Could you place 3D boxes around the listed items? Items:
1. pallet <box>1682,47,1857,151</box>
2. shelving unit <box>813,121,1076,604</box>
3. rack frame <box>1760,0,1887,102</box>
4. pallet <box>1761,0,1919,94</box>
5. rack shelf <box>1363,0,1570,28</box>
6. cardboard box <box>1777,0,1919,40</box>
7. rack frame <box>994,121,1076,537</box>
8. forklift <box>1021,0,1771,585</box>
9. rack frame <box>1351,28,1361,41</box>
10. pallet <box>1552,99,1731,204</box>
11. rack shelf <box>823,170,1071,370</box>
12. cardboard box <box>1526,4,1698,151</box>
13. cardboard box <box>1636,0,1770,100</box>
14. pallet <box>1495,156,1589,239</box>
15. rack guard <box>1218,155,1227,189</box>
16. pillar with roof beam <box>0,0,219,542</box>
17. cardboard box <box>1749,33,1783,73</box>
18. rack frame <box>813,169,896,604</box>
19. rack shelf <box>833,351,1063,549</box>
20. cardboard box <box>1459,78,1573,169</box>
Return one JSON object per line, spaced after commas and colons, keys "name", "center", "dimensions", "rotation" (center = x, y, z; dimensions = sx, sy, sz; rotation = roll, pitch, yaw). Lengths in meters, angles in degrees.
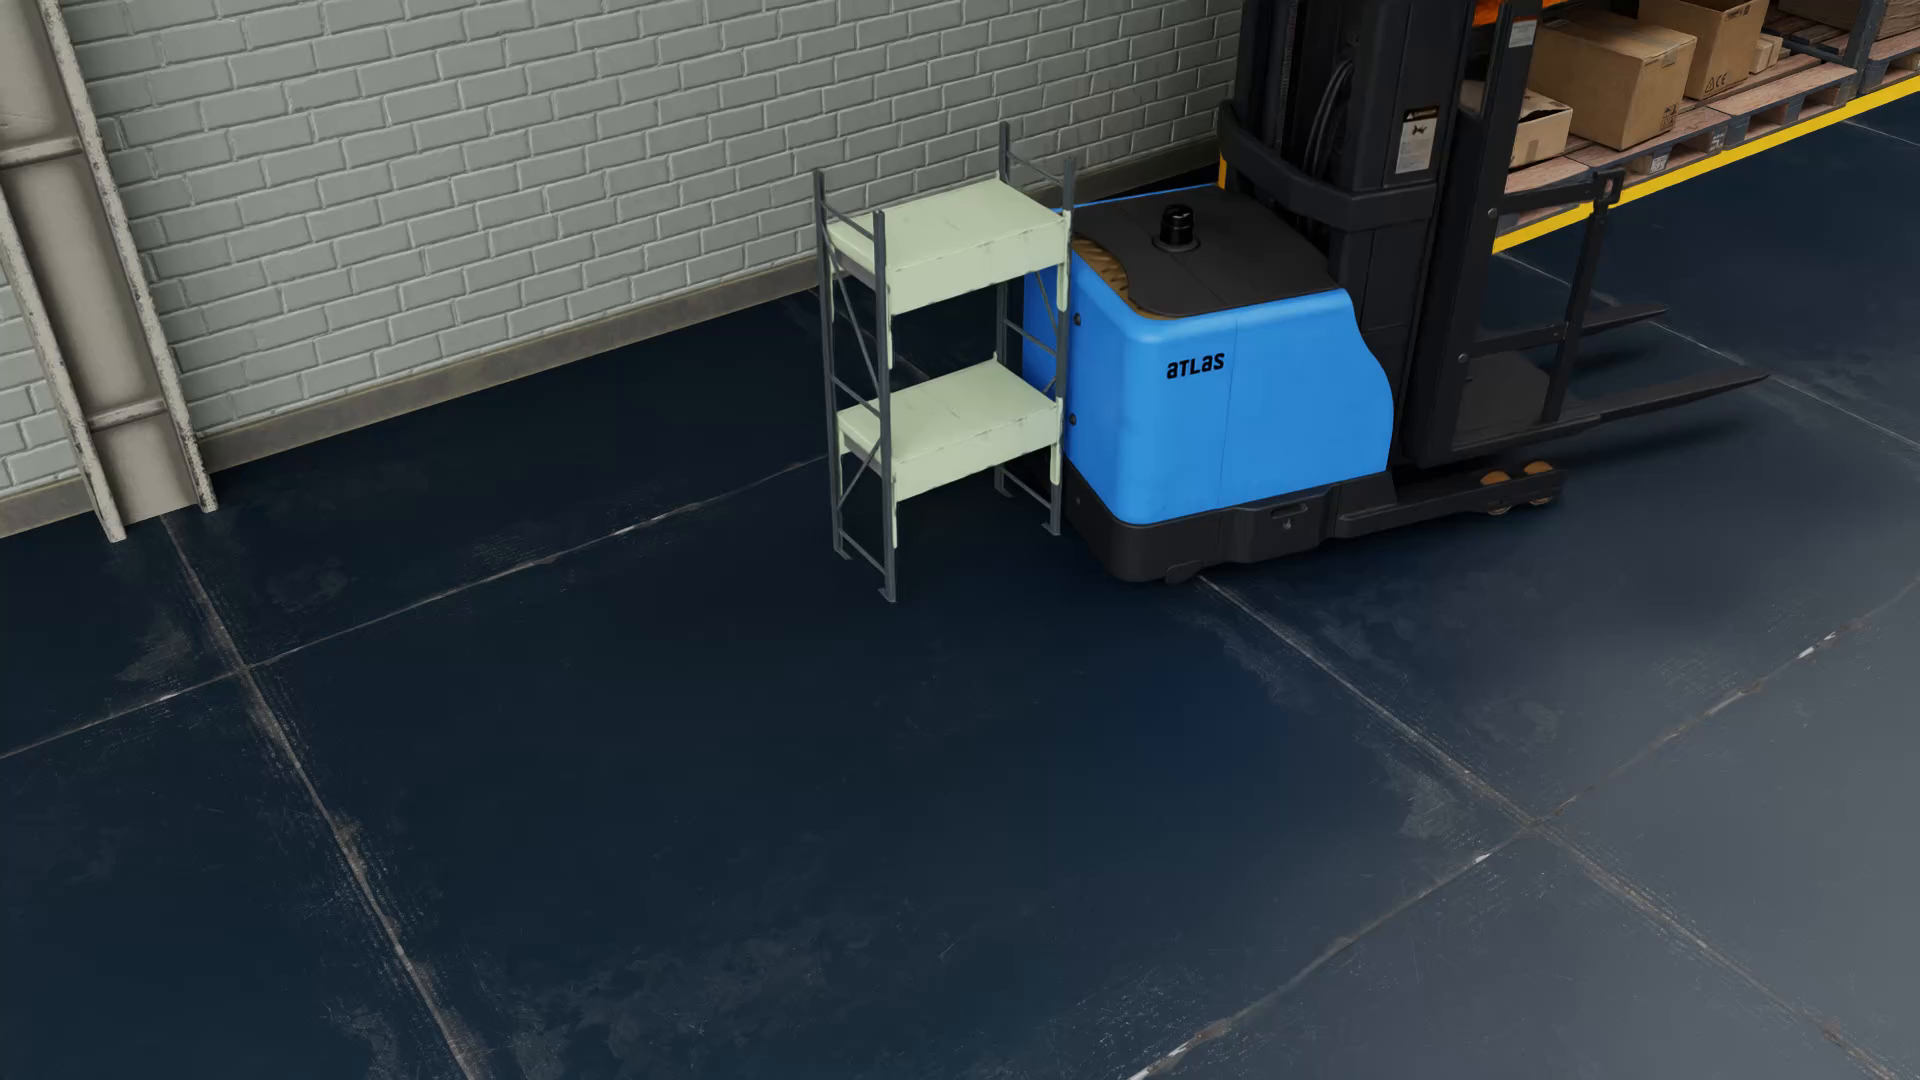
{"name": "pallet", "center": [4.463, -2.687, 9.805], "dimensions": [1.213, 0.211, 1.003], "rotation": [-22, 41, -28]}
{"name": "shelving unit", "center": [-0.047, -0.601, 5.801], "dimensions": [0.755, 1.500, 0.431], "rotation": [-22, 41, -27]}
{"name": "rack frame", "center": [4.991, -4.062, 9.328], "dimensions": [0.127, 3.000, 1.000], "rotation": [-22, 41, -28]}
{"name": "pallet", "center": [5.627, -3.192, 10.507], "dimensions": [1.213, 0.211, 1.003], "rotation": [-22, 41, -28]}
{"name": "rack shelf", "center": [3.356, -3.097, 8.603], "dimensions": [4.000, 0.370, 1.077], "rotation": [-22, 41, -28]}
{"name": "cardboard box", "center": [5.583, -3.481, 10.285], "dimensions": [0.500, 0.500, 0.700], "rotation": [-21, 41, -26]}
{"name": "rack frame", "center": [0.256, -0.721, 5.968], "dimensions": [0.023, 1.500, 0.400], "rotation": [-22, 41, -27]}
{"name": "forklift", "center": [1.796, -1.562, 5.912], "dimensions": [3.031, 2.935, 1.130], "rotation": [-12, 38, -17]}
{"name": "rack frame", "center": [1.722, -2.716, 7.458], "dimensions": [0.127, 3.000, 1.000], "rotation": [-22, 41, -28]}
{"name": "pallet", "center": [3.465, -2.274, 9.231], "dimensions": [1.213, 0.211, 1.003], "rotation": [-22, 41, -28]}
{"name": "rack shelf", "center": [-0.047, -0.918, 5.573], "dimensions": [0.720, 0.370, 0.431], "rotation": [-22, 41, -27]}
{"name": "cardboard box", "center": [3.434, -2.484, 8.899], "dimensions": [0.500, 0.500, 0.700], "rotation": [-25, 43, -31]}
{"name": "cardboard box", "center": [4.166, -2.857, 9.418], "dimensions": [0.500, 0.500, 0.500], "rotation": [-26, 43, -31]}
{"name": "pallet", "center": [2.468, -1.866, 8.664], "dimensions": [1.213, 0.211, 1.003], "rotation": [-22, 41, -28]}
{"name": "rack guard", "center": [1.784, -1.727, 8.223], "dimensions": [0.348, 0.500, 1.175], "rotation": [-22, 41, -28]}
{"name": "pillar with roof beam", "center": [-0.629, -1.727, 0.944], "dimensions": [0.400, 9.000, 9.100], "rotation": [-22, 41, -28]}
{"name": "cardboard box", "center": [4.571, -2.896, 9.757], "dimensions": [0.250, 0.166, 0.380], "rotation": [-28, 44, -33]}
{"name": "rack frame", "center": [-0.350, -0.481, 5.634], "dimensions": [0.023, 1.500, 0.400], "rotation": [-22, 41, -27]}
{"name": "rack shelf", "center": [-0.047, -0.336, 5.992], "dimensions": [0.720, 0.370, 0.431], "rotation": [-22, 41, -27]}
{"name": "cardboard box", "center": [2.805, -2.185, 8.645], "dimensions": [0.500, 0.311, 0.500], "rotation": [-19, 40, -24]}
